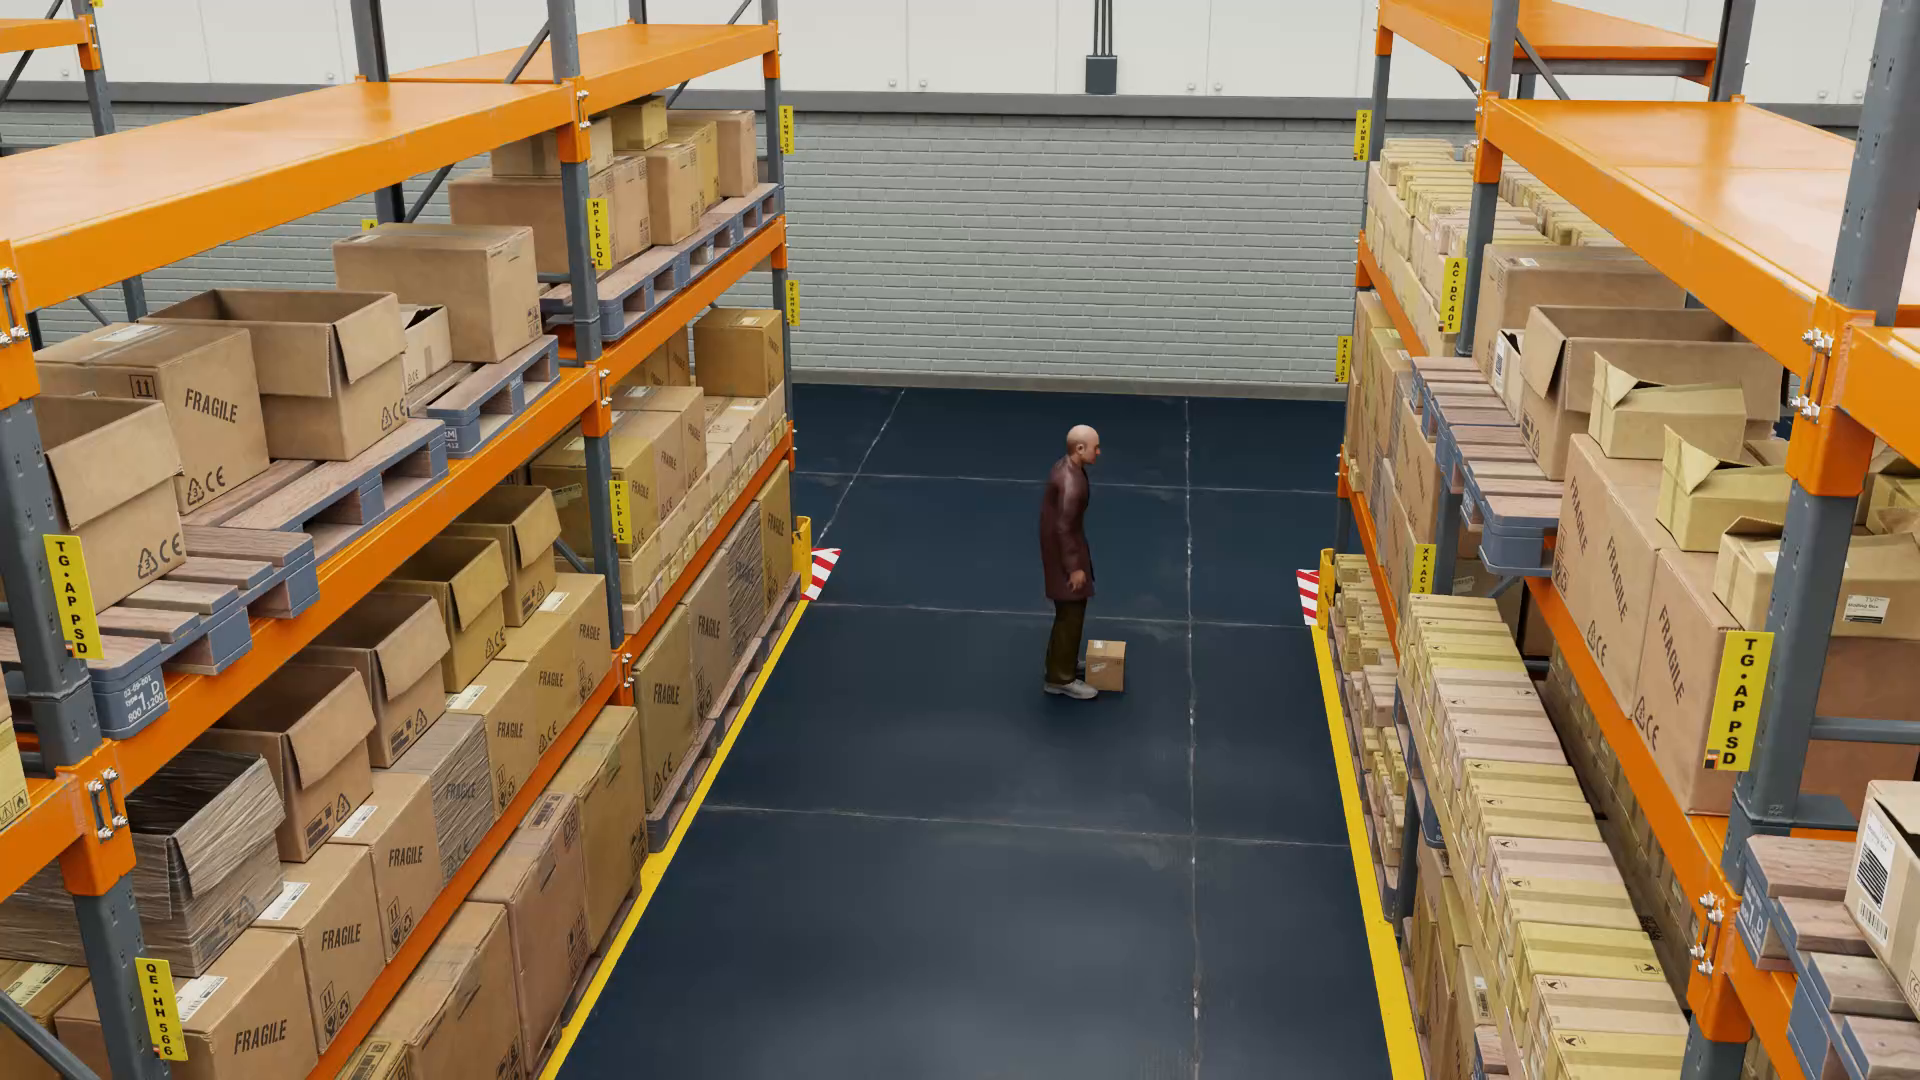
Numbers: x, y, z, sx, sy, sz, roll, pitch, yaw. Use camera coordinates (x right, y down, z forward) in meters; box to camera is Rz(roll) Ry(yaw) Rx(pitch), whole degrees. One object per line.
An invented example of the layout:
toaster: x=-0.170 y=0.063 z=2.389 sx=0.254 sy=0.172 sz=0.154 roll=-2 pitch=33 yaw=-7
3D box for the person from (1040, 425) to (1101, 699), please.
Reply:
person: x=0.720 y=0.112 z=10.809 sx=0.415 sy=1.774 sz=0.654 roll=2 pitch=21 yaw=5
